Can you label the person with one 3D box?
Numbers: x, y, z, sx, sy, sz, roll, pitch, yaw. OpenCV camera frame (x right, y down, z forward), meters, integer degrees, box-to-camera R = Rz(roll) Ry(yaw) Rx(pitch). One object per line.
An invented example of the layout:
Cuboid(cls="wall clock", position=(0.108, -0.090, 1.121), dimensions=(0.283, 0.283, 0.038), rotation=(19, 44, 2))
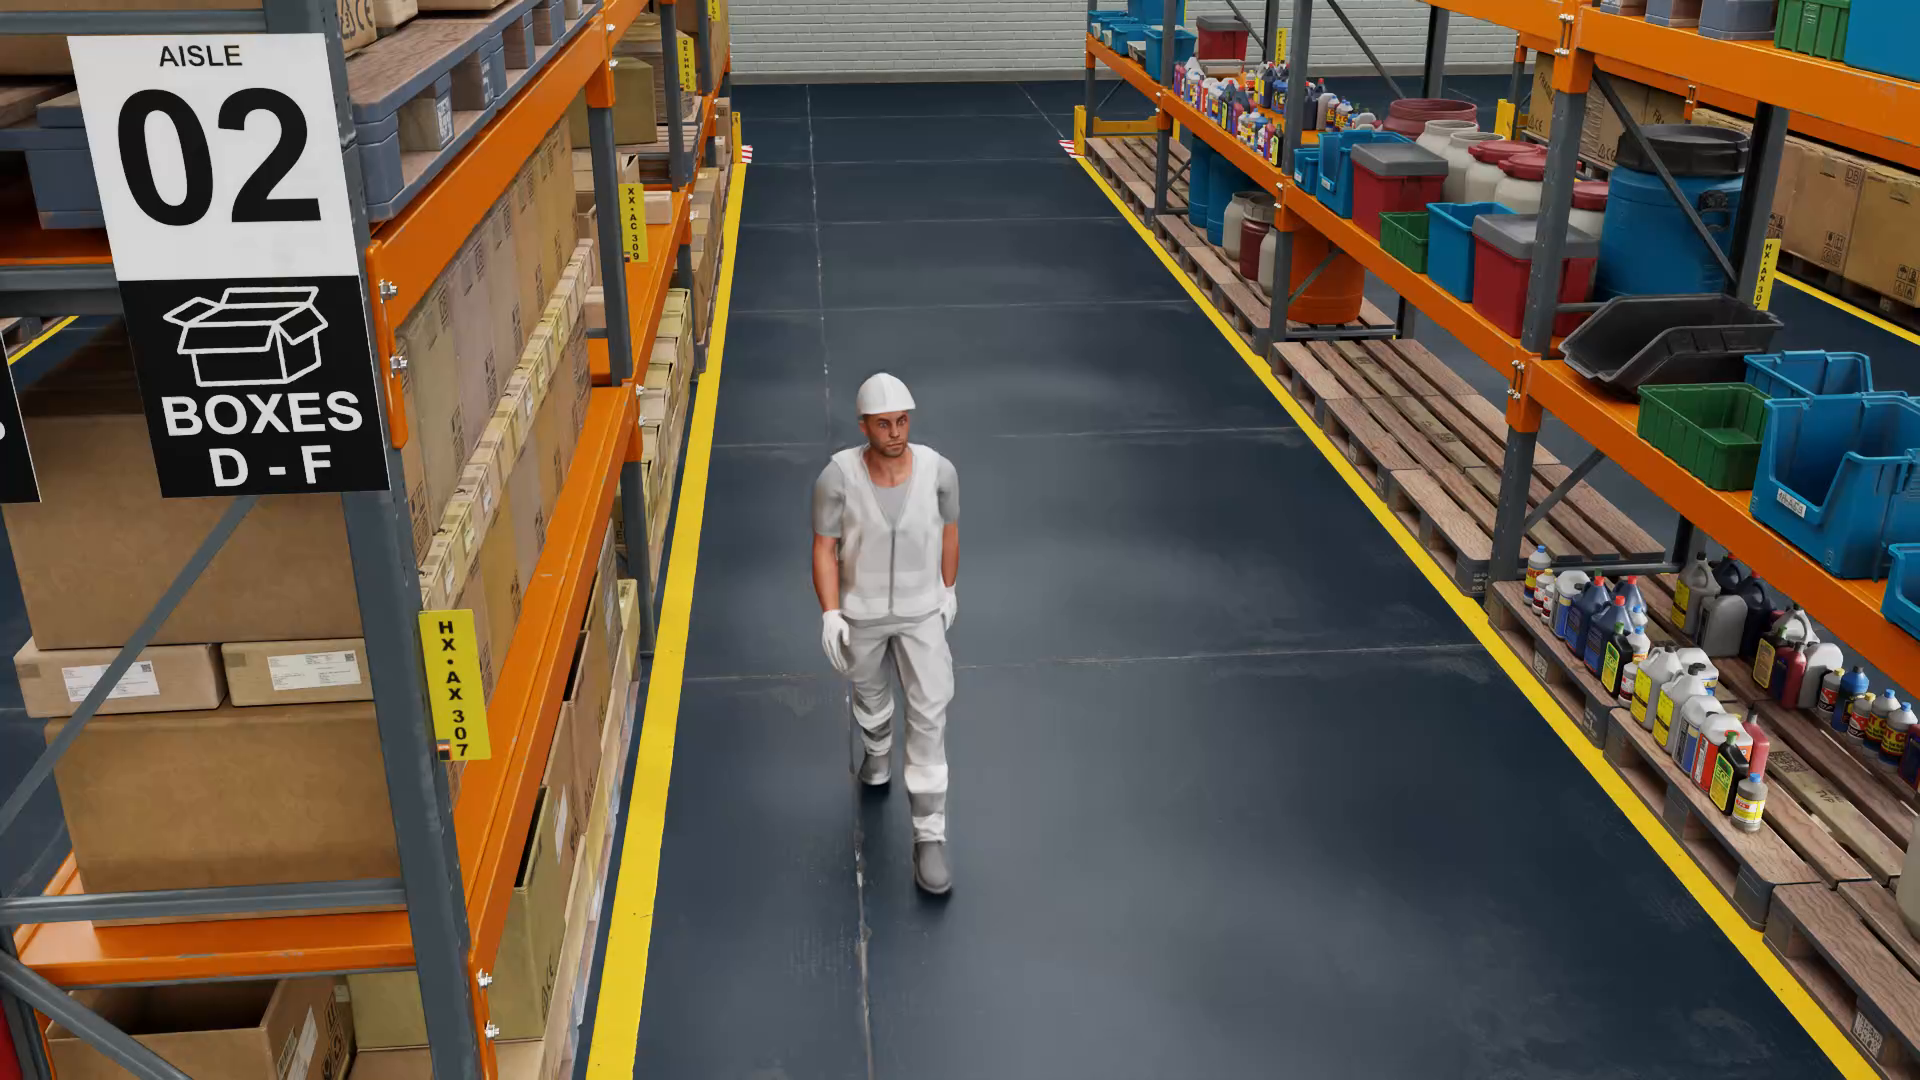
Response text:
Cuboid(cls="person", position=(-0.246, 0.267, 5.903), dimensions=(0.540, 1.725, 1.031), rotation=(-3, 24, -6))
